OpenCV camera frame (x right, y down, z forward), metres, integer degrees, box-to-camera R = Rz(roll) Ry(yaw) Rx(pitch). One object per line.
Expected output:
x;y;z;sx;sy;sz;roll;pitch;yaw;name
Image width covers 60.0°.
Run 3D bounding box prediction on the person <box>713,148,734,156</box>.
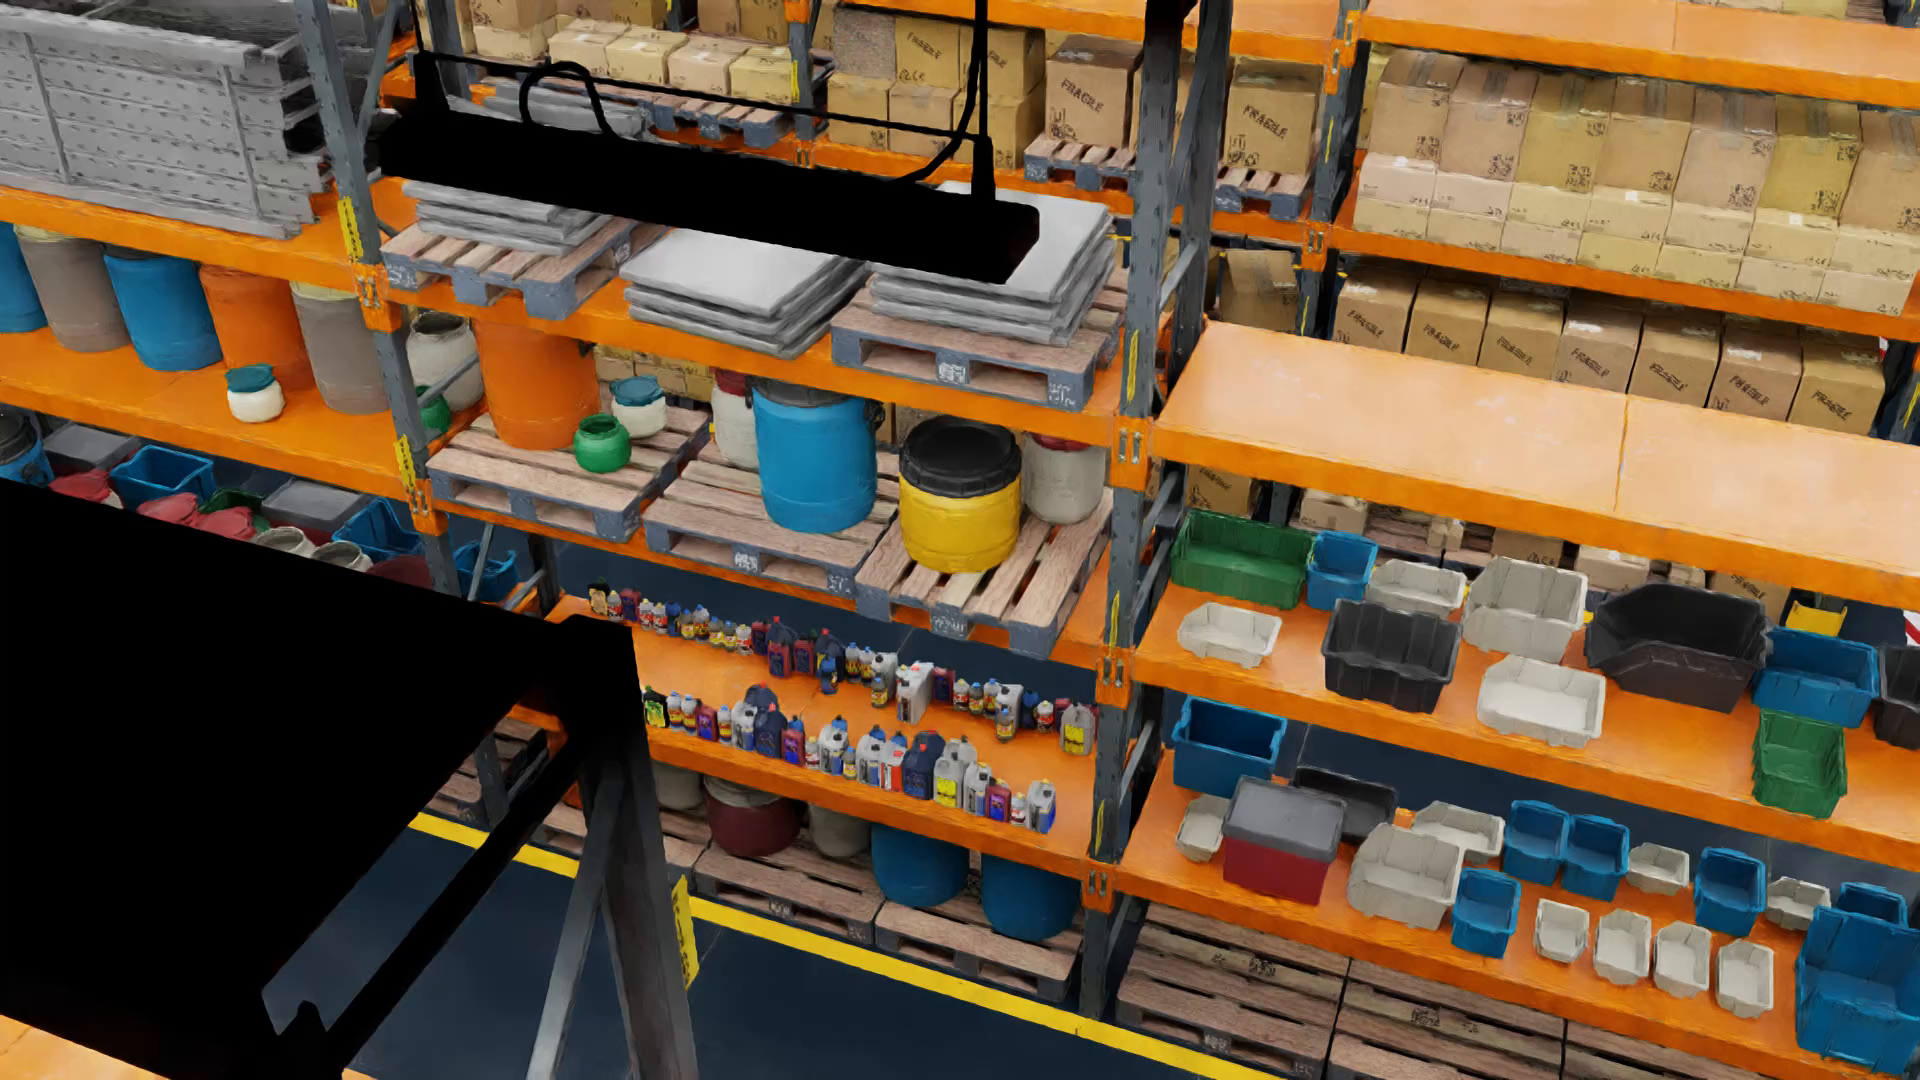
-2.223;-3.085;16.159;0.499;1.650;0.415;-6;37;-9;person
